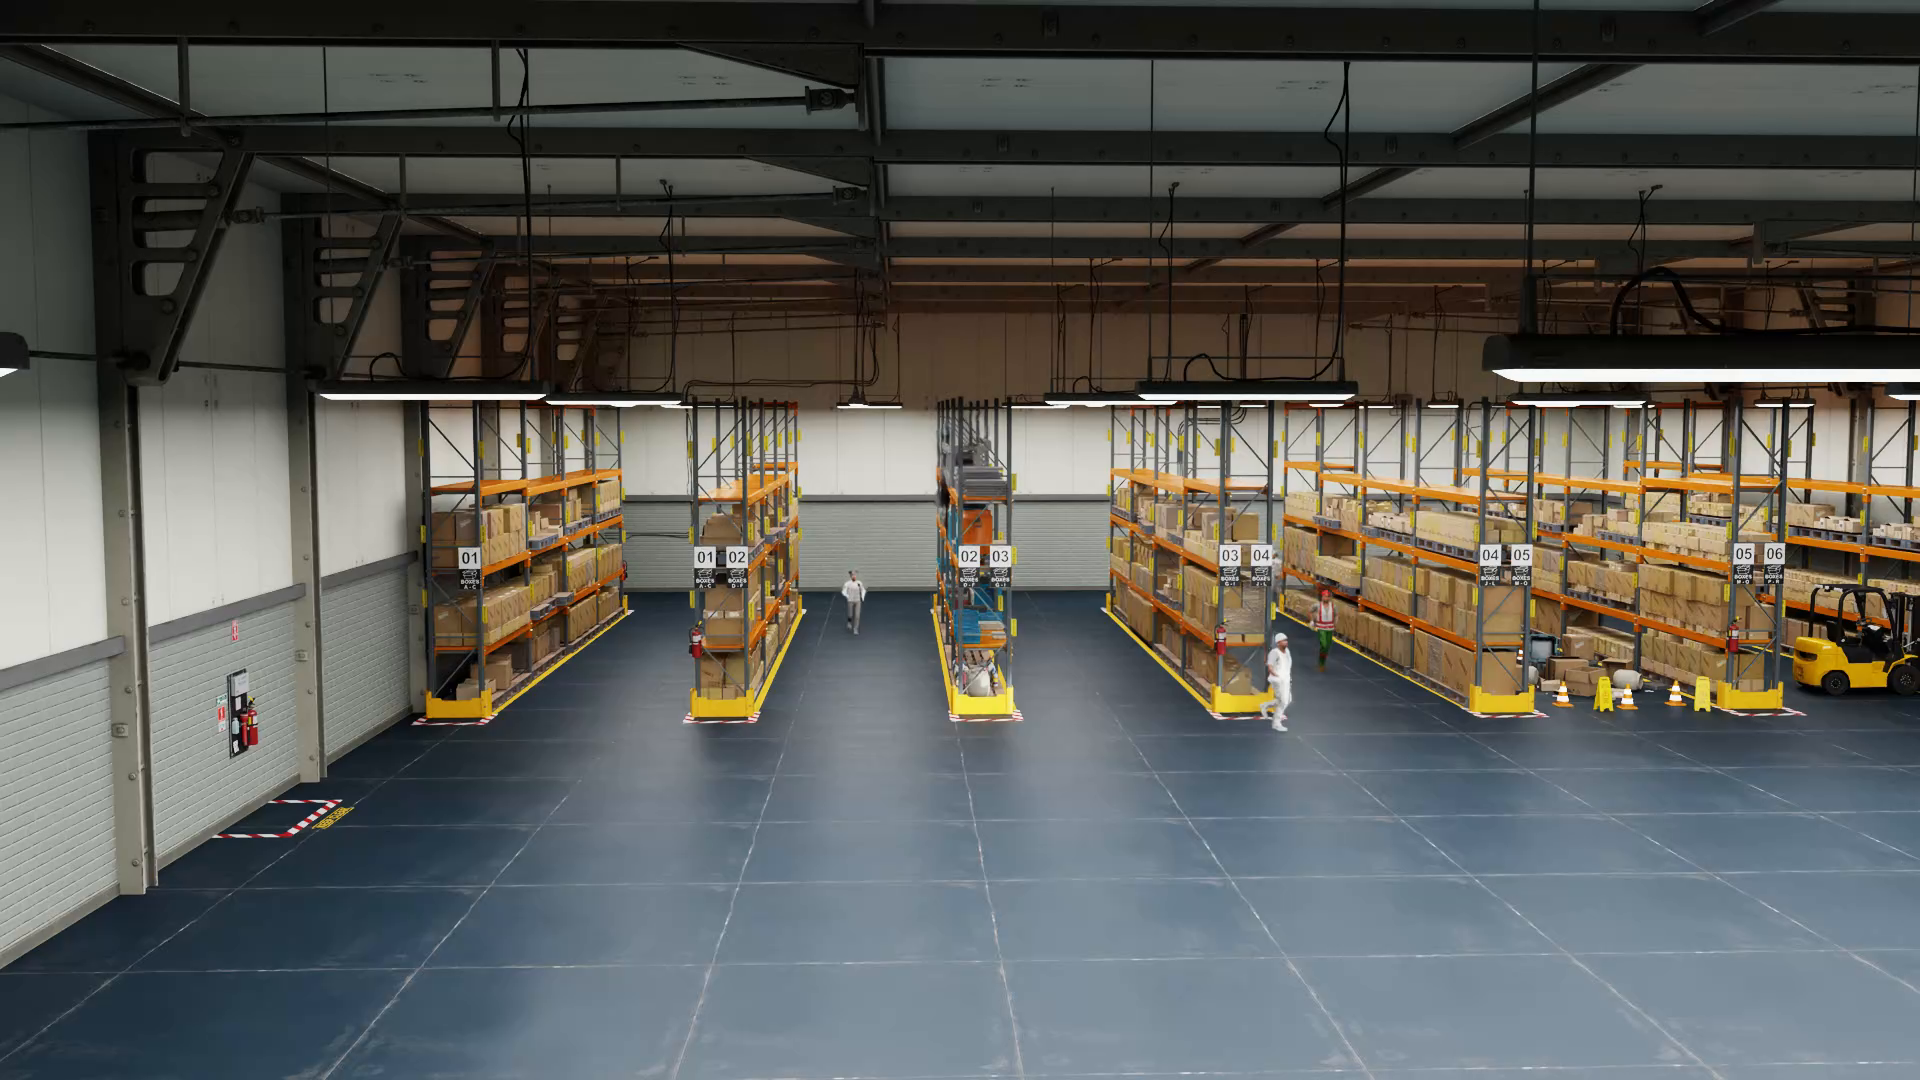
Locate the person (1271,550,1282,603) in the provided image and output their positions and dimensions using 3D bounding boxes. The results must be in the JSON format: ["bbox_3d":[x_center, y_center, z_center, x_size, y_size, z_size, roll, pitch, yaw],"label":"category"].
[{"bbox_3d":[9.268,1.124,48.929,0.836,1.677,0.659,-1,4,-7],"label":"person"}]

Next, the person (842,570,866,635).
[{"bbox_3d":[-2.723,1.584,42.868,0.623,1.654,0.714,-1,5,-11],"label":"person"}]

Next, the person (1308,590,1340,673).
[{"bbox_3d":[8.053,2.015,36.629,0.637,1.834,0.767,-1,4,-10],"label":"person"}]

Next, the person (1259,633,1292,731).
[{"bbox_3d":[5.710,2.542,30.024,0.673,1.755,0.702,3,5,37],"label":"person"}]
